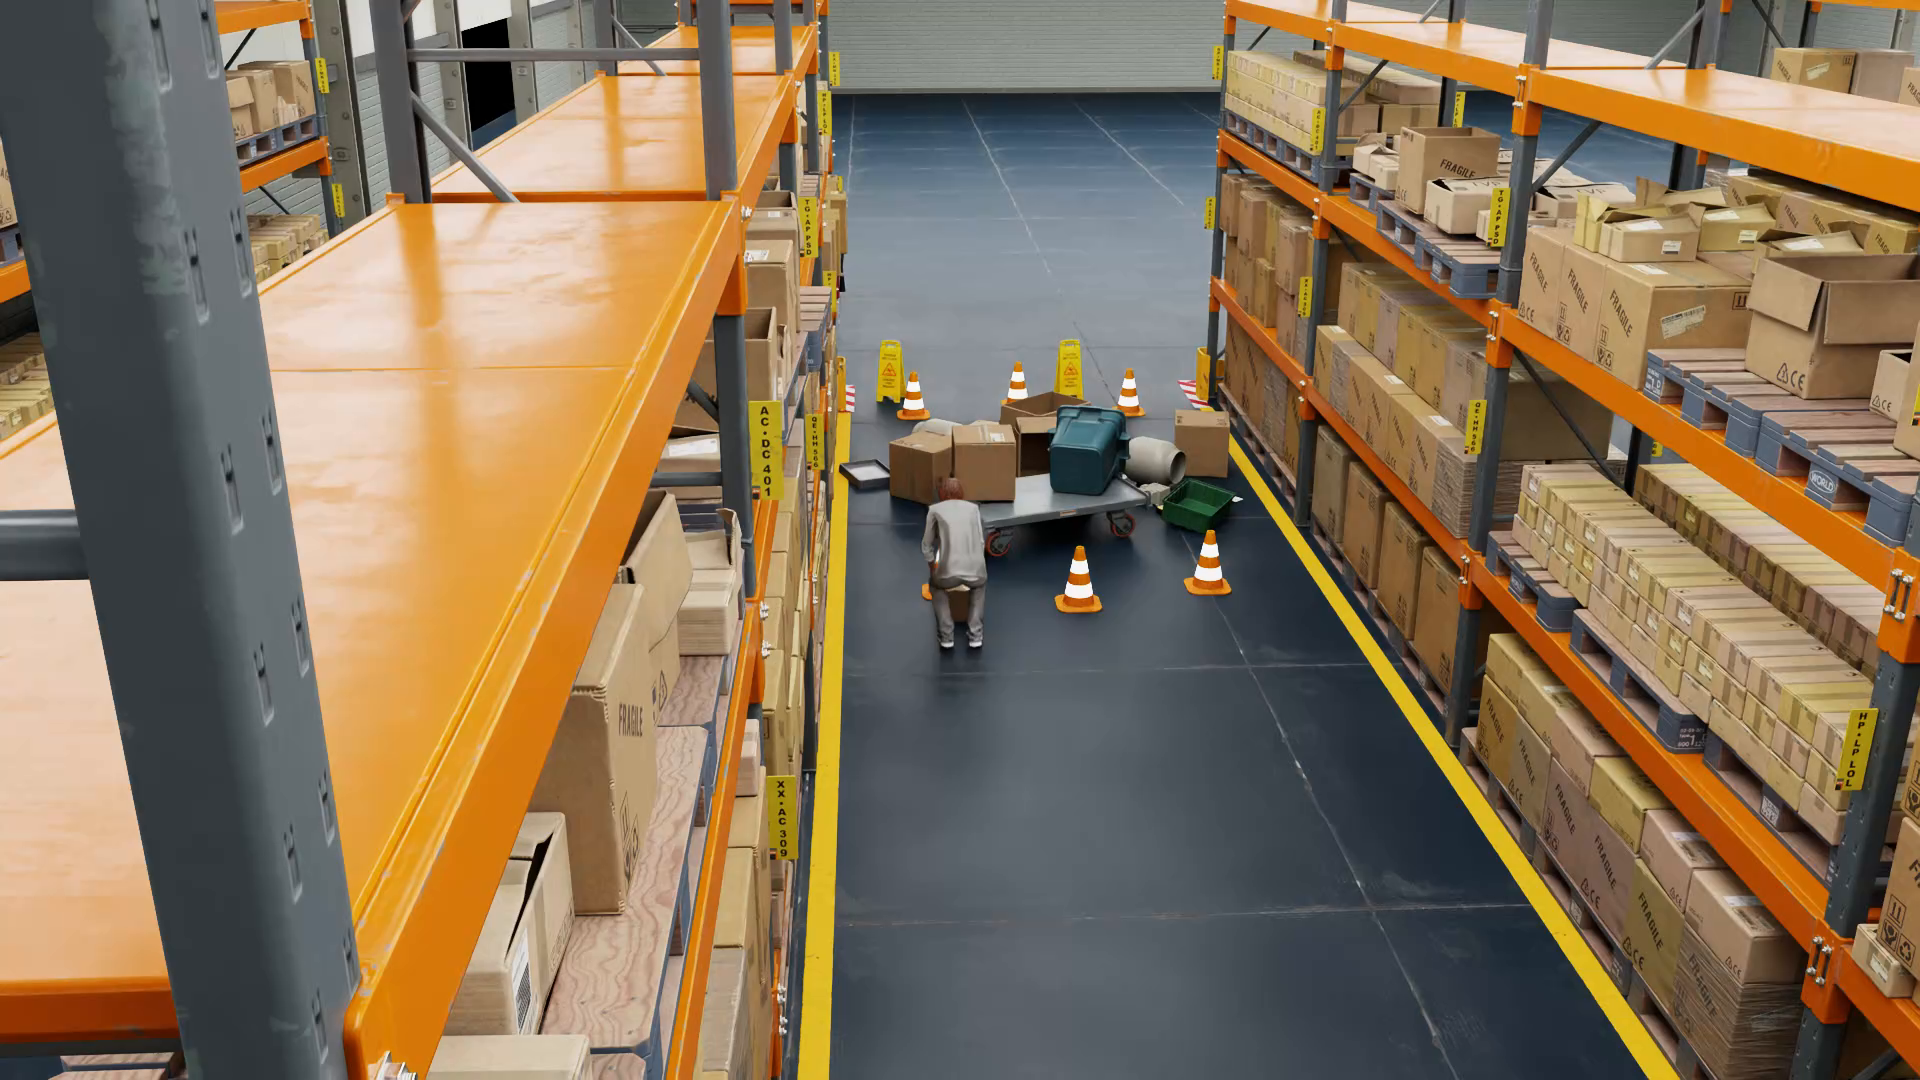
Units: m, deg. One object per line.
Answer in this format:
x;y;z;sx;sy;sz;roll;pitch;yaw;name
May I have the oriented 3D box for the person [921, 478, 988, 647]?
-0.038;0.192;11.775;0.462;1.113;0.736;-1;21;-3;person
